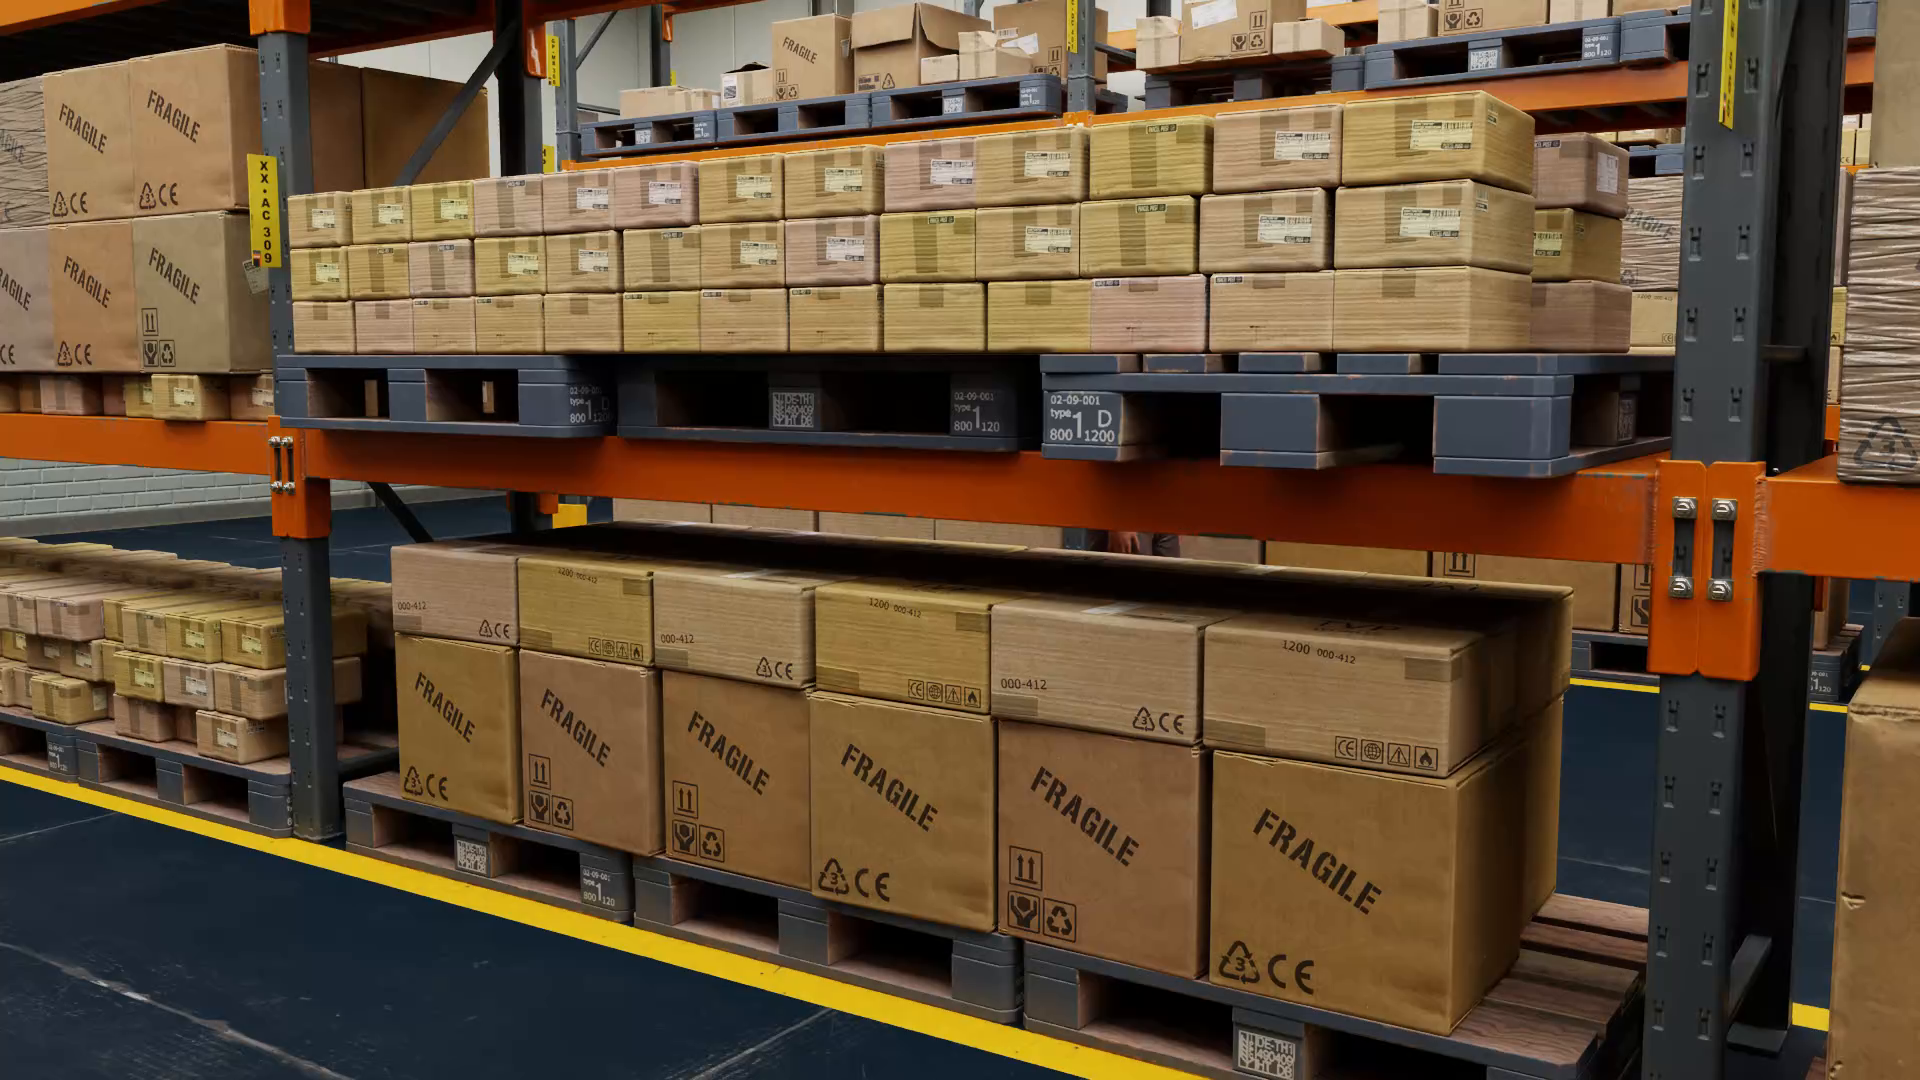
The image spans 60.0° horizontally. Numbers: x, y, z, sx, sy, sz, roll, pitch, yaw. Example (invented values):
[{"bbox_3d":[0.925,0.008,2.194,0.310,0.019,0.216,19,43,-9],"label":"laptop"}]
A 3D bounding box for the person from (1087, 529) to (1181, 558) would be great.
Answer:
[{"bbox_3d":[0.674,-0.052,6.362,0.422,1.719,0.579,4,7,31],"label":"person"}]
